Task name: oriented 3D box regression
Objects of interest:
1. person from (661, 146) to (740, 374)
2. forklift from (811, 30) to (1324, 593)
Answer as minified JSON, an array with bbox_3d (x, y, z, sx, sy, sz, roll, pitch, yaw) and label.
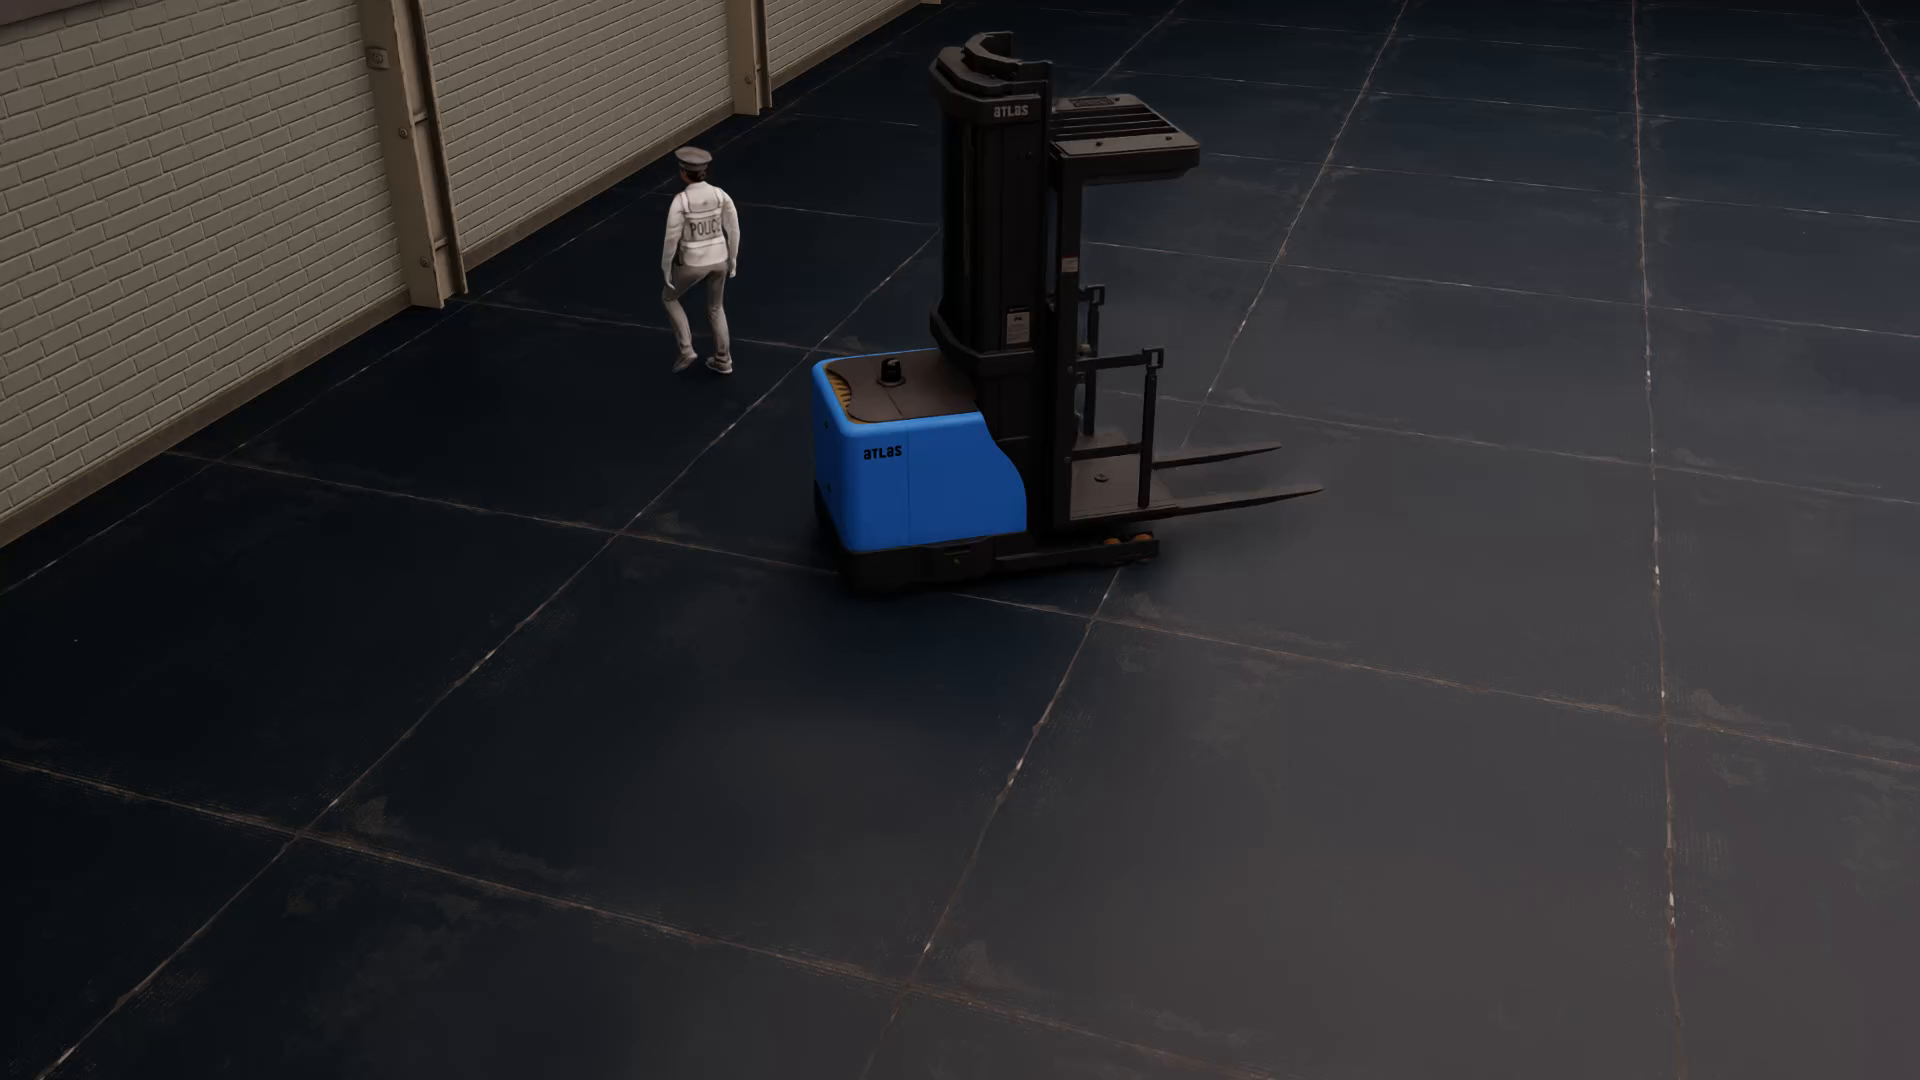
[{"bbox_3d":[-1.889,-1.986,11.933,0.599,1.671,0.450,-20,35,-31],"label":"person"},{"bbox_3d":[0.688,-1.360,9.522,3.031,2.935,1.130,-8,31,-13],"label":"forklift"}]
